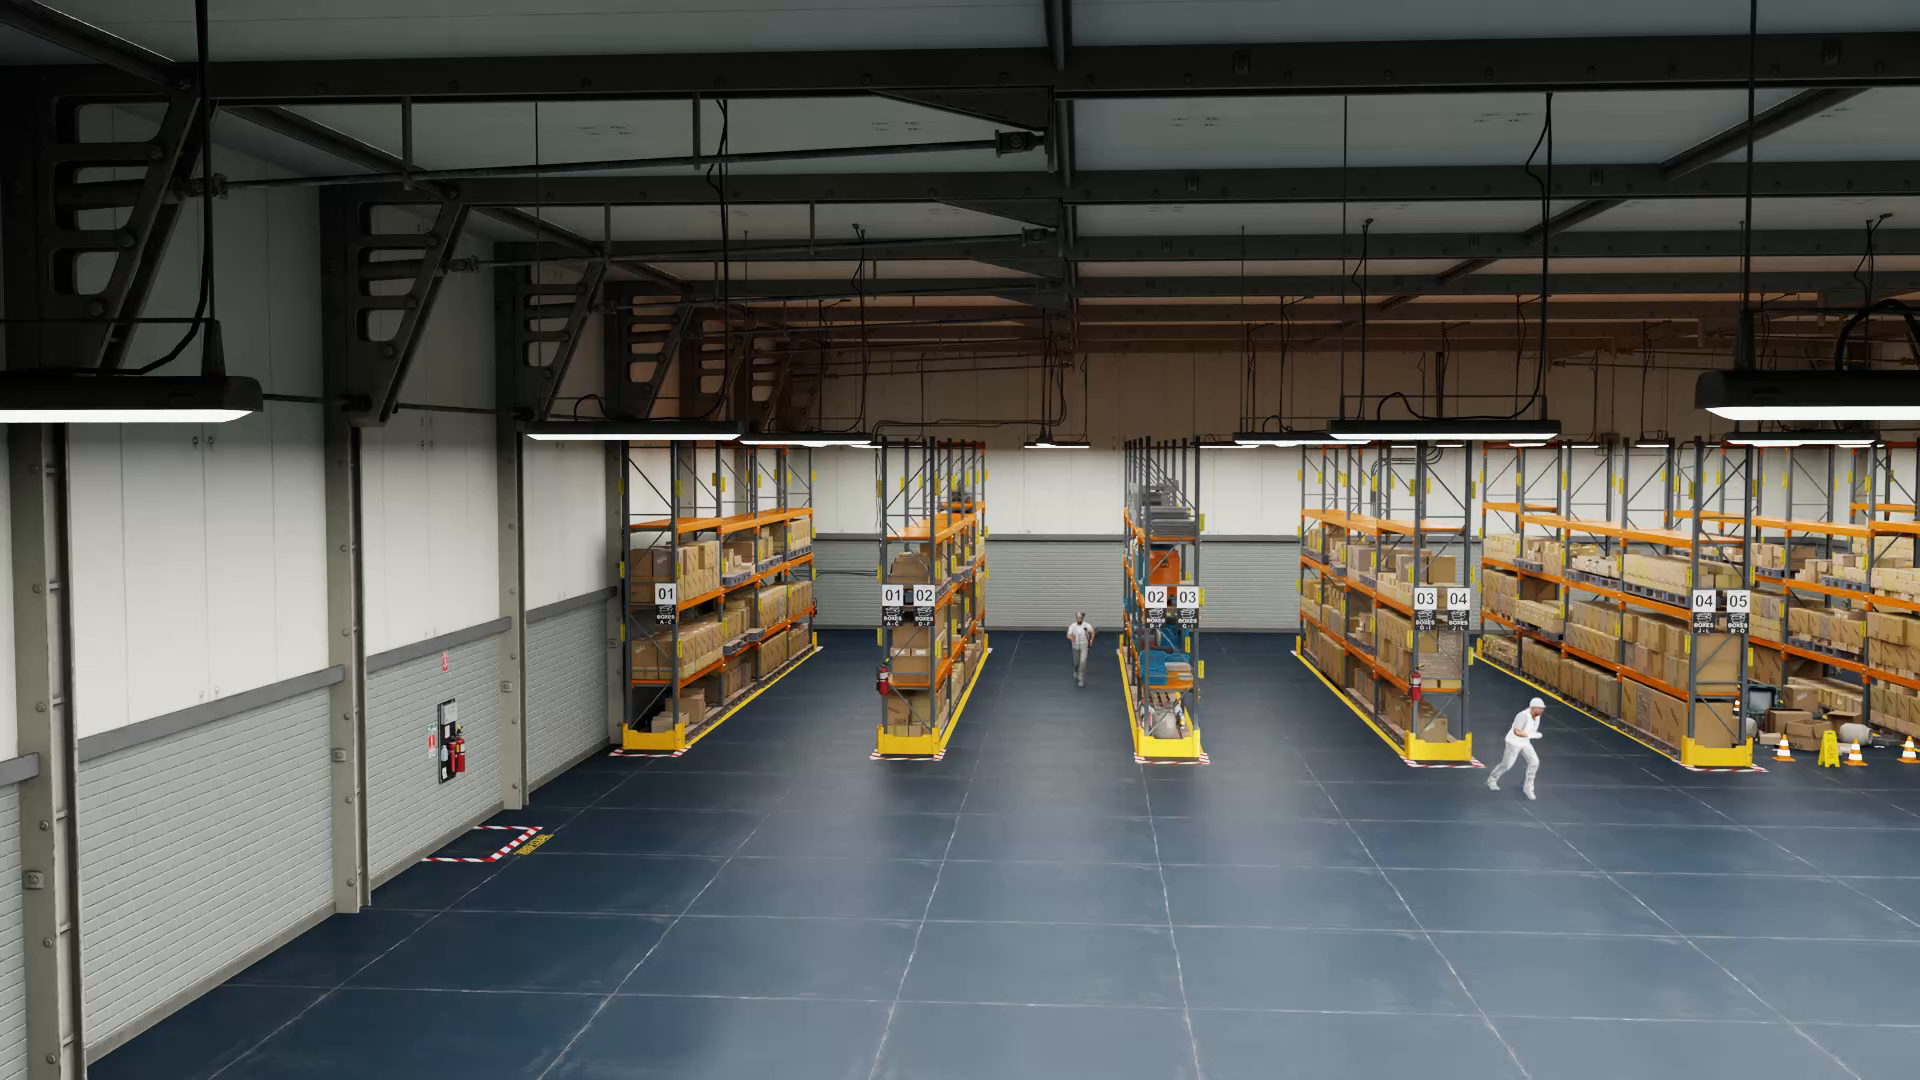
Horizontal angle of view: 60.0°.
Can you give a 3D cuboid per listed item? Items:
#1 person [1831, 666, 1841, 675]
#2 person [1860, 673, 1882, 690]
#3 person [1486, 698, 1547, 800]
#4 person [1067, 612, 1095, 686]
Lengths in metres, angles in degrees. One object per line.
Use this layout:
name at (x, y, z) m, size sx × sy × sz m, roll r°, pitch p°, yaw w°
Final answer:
person at (22.070, 2.612, 42.298) m, size 0.600 × 1.785 × 0.853 m, roll 0°, pitch 3°, yaw -6°
person at (20.779, 2.813, 37.831) m, size 0.725 × 1.798 × 0.950 m, roll 0°, pitch 3°, yaw 7°
person at (9.225, 3.435, 27.552) m, size 0.728 × 1.725 × 1.024 m, roll -3°, pitch 4°, yaw -42°
person at (2.972, 2.651, 40.946) m, size 0.673 × 1.804 × 0.970 m, roll 1°, pitch 3°, yaw 11°
